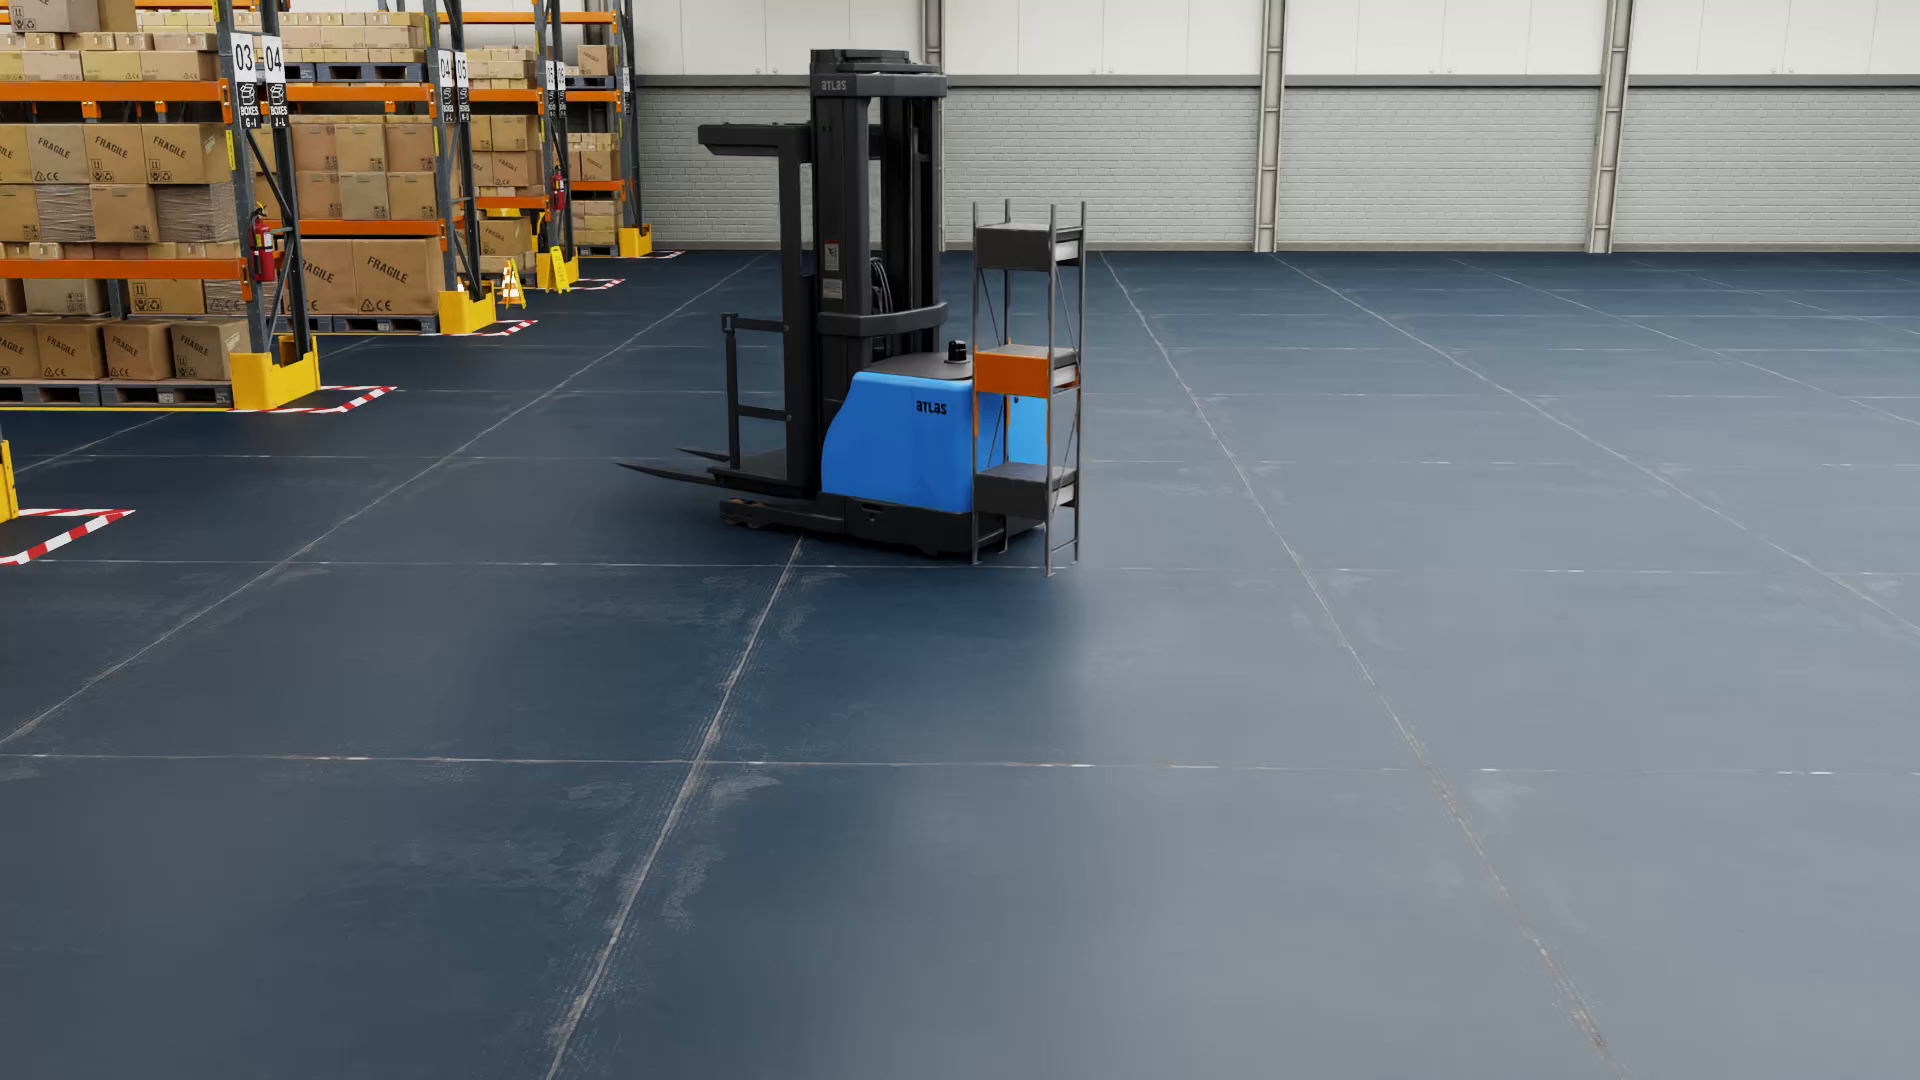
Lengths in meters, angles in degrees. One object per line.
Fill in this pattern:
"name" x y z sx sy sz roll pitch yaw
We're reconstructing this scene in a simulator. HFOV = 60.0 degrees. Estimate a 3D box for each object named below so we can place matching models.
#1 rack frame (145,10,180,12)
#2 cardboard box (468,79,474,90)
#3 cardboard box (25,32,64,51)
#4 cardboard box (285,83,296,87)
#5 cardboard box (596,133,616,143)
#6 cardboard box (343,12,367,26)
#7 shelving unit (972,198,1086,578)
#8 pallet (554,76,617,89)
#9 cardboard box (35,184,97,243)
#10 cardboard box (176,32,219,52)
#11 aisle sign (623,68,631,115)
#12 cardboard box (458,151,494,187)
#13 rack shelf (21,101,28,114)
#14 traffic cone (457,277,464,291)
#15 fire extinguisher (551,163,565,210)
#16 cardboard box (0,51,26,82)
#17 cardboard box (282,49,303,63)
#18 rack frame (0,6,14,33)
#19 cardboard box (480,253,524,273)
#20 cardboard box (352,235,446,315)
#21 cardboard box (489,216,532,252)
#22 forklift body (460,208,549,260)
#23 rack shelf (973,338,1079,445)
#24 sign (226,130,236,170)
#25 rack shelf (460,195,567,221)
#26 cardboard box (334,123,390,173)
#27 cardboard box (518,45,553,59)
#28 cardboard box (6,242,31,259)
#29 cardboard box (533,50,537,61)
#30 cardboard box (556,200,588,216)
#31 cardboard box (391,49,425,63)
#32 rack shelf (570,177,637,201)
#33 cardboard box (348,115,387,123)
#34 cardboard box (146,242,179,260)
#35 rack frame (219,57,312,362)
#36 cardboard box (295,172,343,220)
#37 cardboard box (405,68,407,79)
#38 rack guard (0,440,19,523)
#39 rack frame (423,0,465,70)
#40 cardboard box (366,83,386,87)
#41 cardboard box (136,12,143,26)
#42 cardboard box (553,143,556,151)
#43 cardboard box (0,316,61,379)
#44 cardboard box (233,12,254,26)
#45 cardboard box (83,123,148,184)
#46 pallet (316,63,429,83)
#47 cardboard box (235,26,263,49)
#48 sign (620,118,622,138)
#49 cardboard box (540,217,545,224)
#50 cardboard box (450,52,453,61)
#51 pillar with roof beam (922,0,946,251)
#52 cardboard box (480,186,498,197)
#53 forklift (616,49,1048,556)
"rack frame" -13.790 -9.492 28.678 0.127 3.000 1.000 0 15 1
"cardboard box" -7.046 -6.556 23.920 0.250 0.149 0.380 0 15 2
"cardboard box" -7.755 -4.249 14.199 0.250 0.149 0.380 0 15 -1
"cardboard box" -9.606 -6.563 23.949 0.250 0.149 0.380 0 15 1
"cardboard box" -6.156 -6.994 28.918 0.250 0.149 0.380 0 15 2
"cardboard box" -6.793 -5.896 18.836 0.250 0.149 0.380 1 15 2
"shelving unit" 0.390 -0.872 9.529 0.503 2.100 0.431 9 17 30
"pallet" -6.499 -7.958 28.917 1.213 0.211 1.003 0 15 1
"cardboard box" -7.720 -2.936 14.809 0.500 0.500 0.875 0 15 1
"cardboard box" -6.455 -4.239 14.160 0.250 0.149 0.380 0 15 1
"aisle sign" -5.735 -7.721 28.629 0.004 0.787 0.394 0 15 1
"cardboard box" -6.966 -5.403 24.161 0.500 0.500 0.500 0 15 2
"rack shelf" -15.913 -6.441 24.404 4.000 0.370 1.077 0 15 1
"traffic cone" -6.436 -3.149 21.370 0.334 0.463 0.336 0 15 1
"fire extinguisher" -5.813 -5.118 24.010 0.183 0.674 0.296 0 15 1
"cardboard box" -8.172 -4.072 14.310 0.500 0.250 0.500 0 15 0
"cardboard box" -7.553 -5.515 18.956 0.250 0.149 0.380 0 15 2
"rack frame" -13.913 -8.226 23.880 0.127 3.000 1.000 0 15 1
"cardboard box" -6.755 -4.084 24.506 0.500 0.250 0.500 0 15 1
"cardboard box" -6.621 -3.174 19.831 0.875 0.875 0.875 0 15 2
"cardboard box" -6.739 -4.585 24.937 0.500 0.500 0.500 0 15 0
"forklift body" -7.735 -5.676 27.638 1.214 2.155 2.313 0 15 1
"rack shelf" 0.390 -0.859 9.533 0.480 0.518 0.431 9 17 30
"sign" -6.203 -3.317 14.145 0.005 0.325 0.100 0 15 1
"rack shelf" -7.915 -4.939 24.589 4.000 0.370 1.077 0 15 1
"cardboard box" -6.864 -4.597 19.475 0.550 0.550 0.875 0 15 1
"cardboard box" -7.263 -8.262 28.682 0.500 0.500 0.700 0 15 2
"cardboard box" -8.210 -2.576 14.717 0.250 0.149 0.380 0 15 1
"cardboard box" -6.266 -7.042 24.202 0.250 0.149 0.380 0 15 1
"cardboard box" -6.772 -5.822 29.133 0.500 0.250 0.500 1 15 2
"cardboard box" -6.282 -5.507 18.925 0.250 0.149 0.380 0 15 1
"rack shelf" -7.792 -6.205 29.387 4.000 0.370 1.077 0 15 1
"cardboard box" -8.469 -5.898 24.076 0.500 0.500 0.700 0 15 0
"cardboard box" -6.960 -2.564 14.672 0.250 0.149 0.380 0 15 1
"rack frame" -6.169 -2.746 14.869 0.127 3.000 1.000 0 15 1
"cardboard box" -7.421 -4.108 19.735 0.550 0.550 0.875 0 15 1
"cardboard box" -7.961 -6.738 23.831 0.500 0.250 0.500 1 15 2
"rack guard" -6.373 -0.263 10.357 0.348 0.500 1.175 0 15 1
"rack frame" -5.941 -6.911 18.896 0.127 3.000 1.000 0 15 1
"cardboard box" -8.323 -6.533 23.835 0.250 0.149 0.380 0 15 0
"cardboard box" -9.330 -5.912 18.898 0.250 0.149 0.380 0 15 1
"cardboard box" -6.908 -6.848 28.949 0.250 0.149 0.380 0 15 1
"cardboard box" -8.574 -1.768 15.238 0.500 0.500 0.500 -1 15 -4
"cardboard box" -8.064 -5.903 18.866 0.250 0.149 0.380 0 15 1
"cardboard box" -7.225 -3.364 14.472 0.500 0.500 0.500 0 15 1
"pallet" -6.683 -5.420 19.298 1.213 0.211 1.003 0 15 1
"cardboard box" -7.944 -5.726 18.974 0.500 0.250 0.500 1 15 2
"sign" -5.821 -7.075 28.544 0.005 0.325 0.100 0 15 1
"cardboard box" -7.305 -5.582 29.205 0.500 0.250 0.500 0 15 0
"cardboard box" -7.271 -6.942 23.820 0.250 0.149 0.380 0 15 1
"pillar with roof beam" -0.578 -8.538 25.060 0.400 9.000 9.100 0 15 1
"cardboard box" -6.807 -5.080 24.209 0.250 0.149 0.380 0 15 0
"forklift" -0.941 -1.588 10.614 3.031 2.935 1.130 10 18 33
